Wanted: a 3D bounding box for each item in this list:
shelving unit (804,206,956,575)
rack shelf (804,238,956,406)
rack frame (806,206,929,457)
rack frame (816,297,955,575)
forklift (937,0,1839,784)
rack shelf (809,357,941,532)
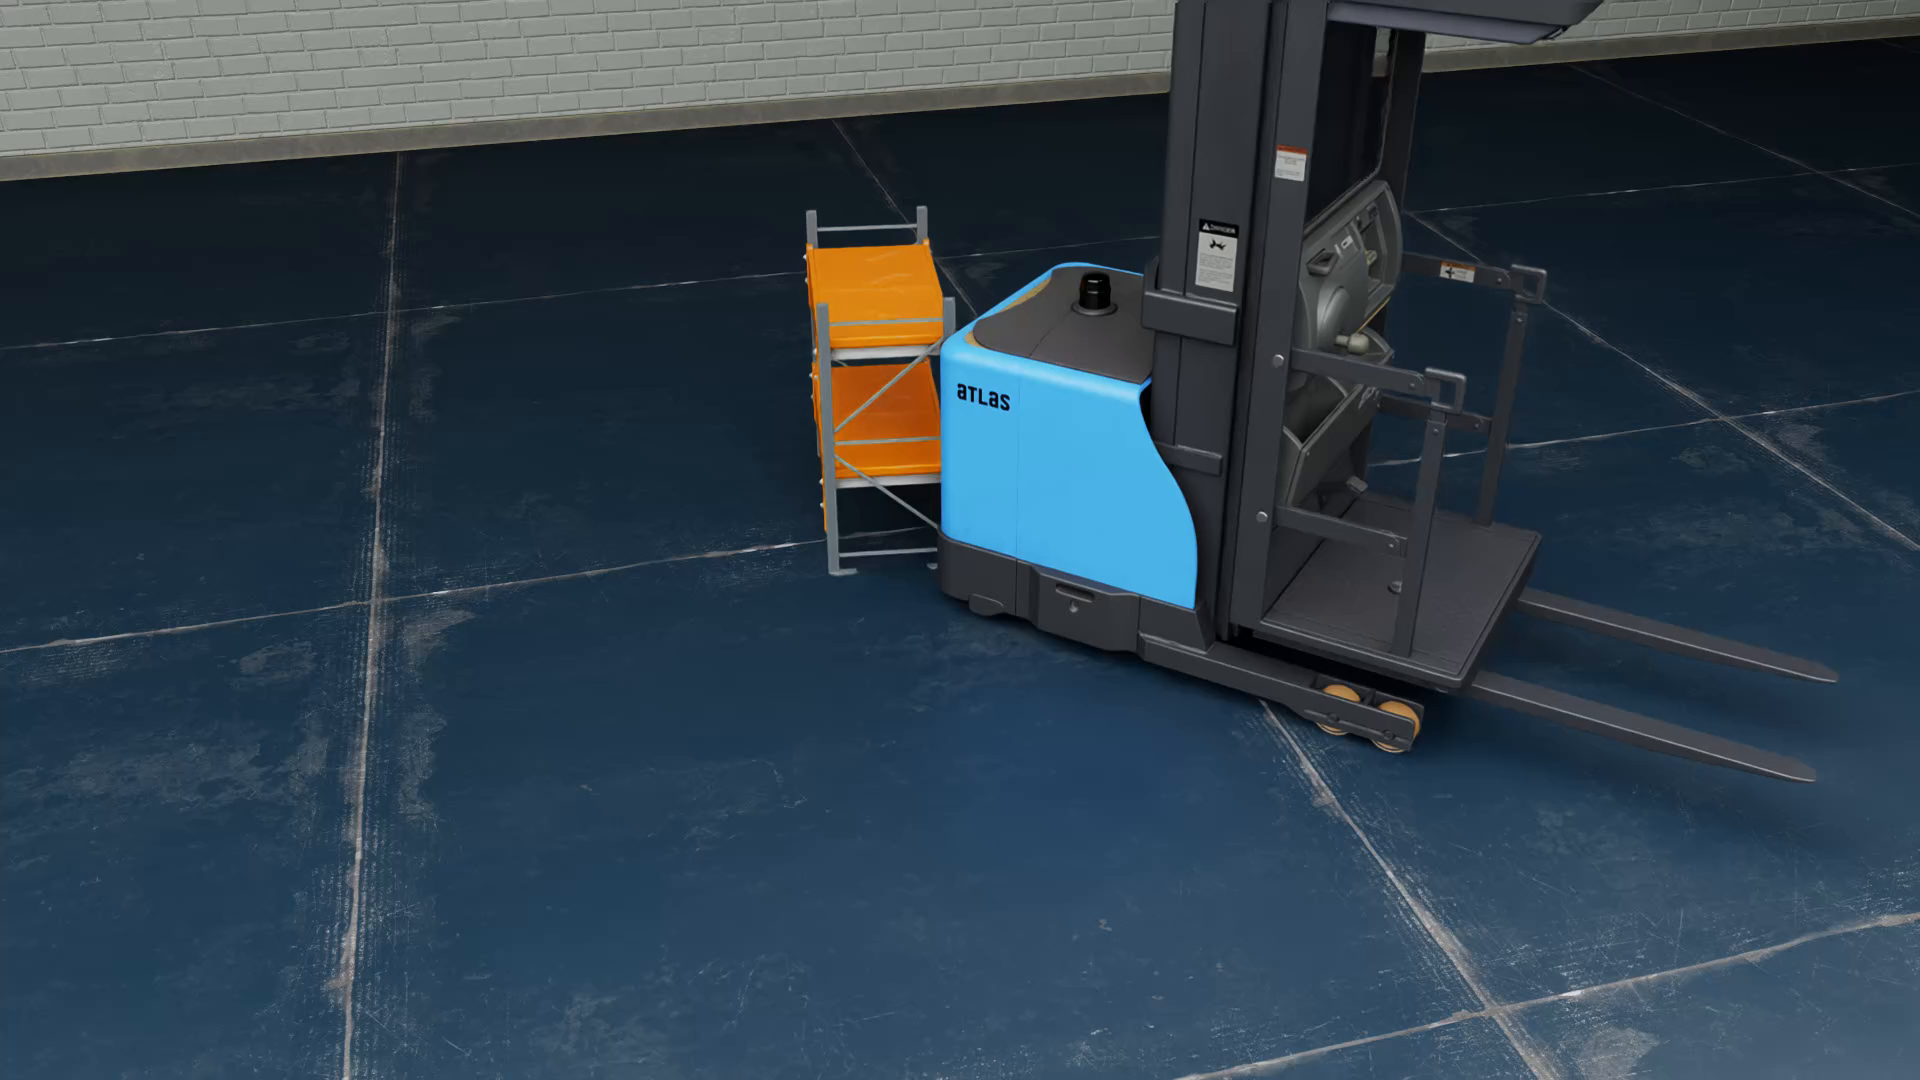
[{"bbox_3d":[-0.326,-0.625,6.707,0.538,1.125,1.048,-3,30,-6],"label":"shelving unit"},{"bbox_3d":[-0.326,-0.878,6.560,0.538,0.278,1.000,-3,30,-6],"label":"rack shelf"},{"bbox_3d":[-0.385,-0.878,7.144,0.500,1.125,0.032,-3,30,-6],"label":"rack frame"},{"bbox_3d":[-0.267,-0.372,6.270,0.500,1.125,0.032,-3,30,-6],"label":"rack frame"},{"bbox_3d":[1.449,-0.867,5.322,3.031,2.935,1.130,16,34,26],"label":"forklift"},{"bbox_3d":[-0.326,-0.413,6.829,0.538,0.278,1.000,-3,30,-6],"label":"rack shelf"}]
